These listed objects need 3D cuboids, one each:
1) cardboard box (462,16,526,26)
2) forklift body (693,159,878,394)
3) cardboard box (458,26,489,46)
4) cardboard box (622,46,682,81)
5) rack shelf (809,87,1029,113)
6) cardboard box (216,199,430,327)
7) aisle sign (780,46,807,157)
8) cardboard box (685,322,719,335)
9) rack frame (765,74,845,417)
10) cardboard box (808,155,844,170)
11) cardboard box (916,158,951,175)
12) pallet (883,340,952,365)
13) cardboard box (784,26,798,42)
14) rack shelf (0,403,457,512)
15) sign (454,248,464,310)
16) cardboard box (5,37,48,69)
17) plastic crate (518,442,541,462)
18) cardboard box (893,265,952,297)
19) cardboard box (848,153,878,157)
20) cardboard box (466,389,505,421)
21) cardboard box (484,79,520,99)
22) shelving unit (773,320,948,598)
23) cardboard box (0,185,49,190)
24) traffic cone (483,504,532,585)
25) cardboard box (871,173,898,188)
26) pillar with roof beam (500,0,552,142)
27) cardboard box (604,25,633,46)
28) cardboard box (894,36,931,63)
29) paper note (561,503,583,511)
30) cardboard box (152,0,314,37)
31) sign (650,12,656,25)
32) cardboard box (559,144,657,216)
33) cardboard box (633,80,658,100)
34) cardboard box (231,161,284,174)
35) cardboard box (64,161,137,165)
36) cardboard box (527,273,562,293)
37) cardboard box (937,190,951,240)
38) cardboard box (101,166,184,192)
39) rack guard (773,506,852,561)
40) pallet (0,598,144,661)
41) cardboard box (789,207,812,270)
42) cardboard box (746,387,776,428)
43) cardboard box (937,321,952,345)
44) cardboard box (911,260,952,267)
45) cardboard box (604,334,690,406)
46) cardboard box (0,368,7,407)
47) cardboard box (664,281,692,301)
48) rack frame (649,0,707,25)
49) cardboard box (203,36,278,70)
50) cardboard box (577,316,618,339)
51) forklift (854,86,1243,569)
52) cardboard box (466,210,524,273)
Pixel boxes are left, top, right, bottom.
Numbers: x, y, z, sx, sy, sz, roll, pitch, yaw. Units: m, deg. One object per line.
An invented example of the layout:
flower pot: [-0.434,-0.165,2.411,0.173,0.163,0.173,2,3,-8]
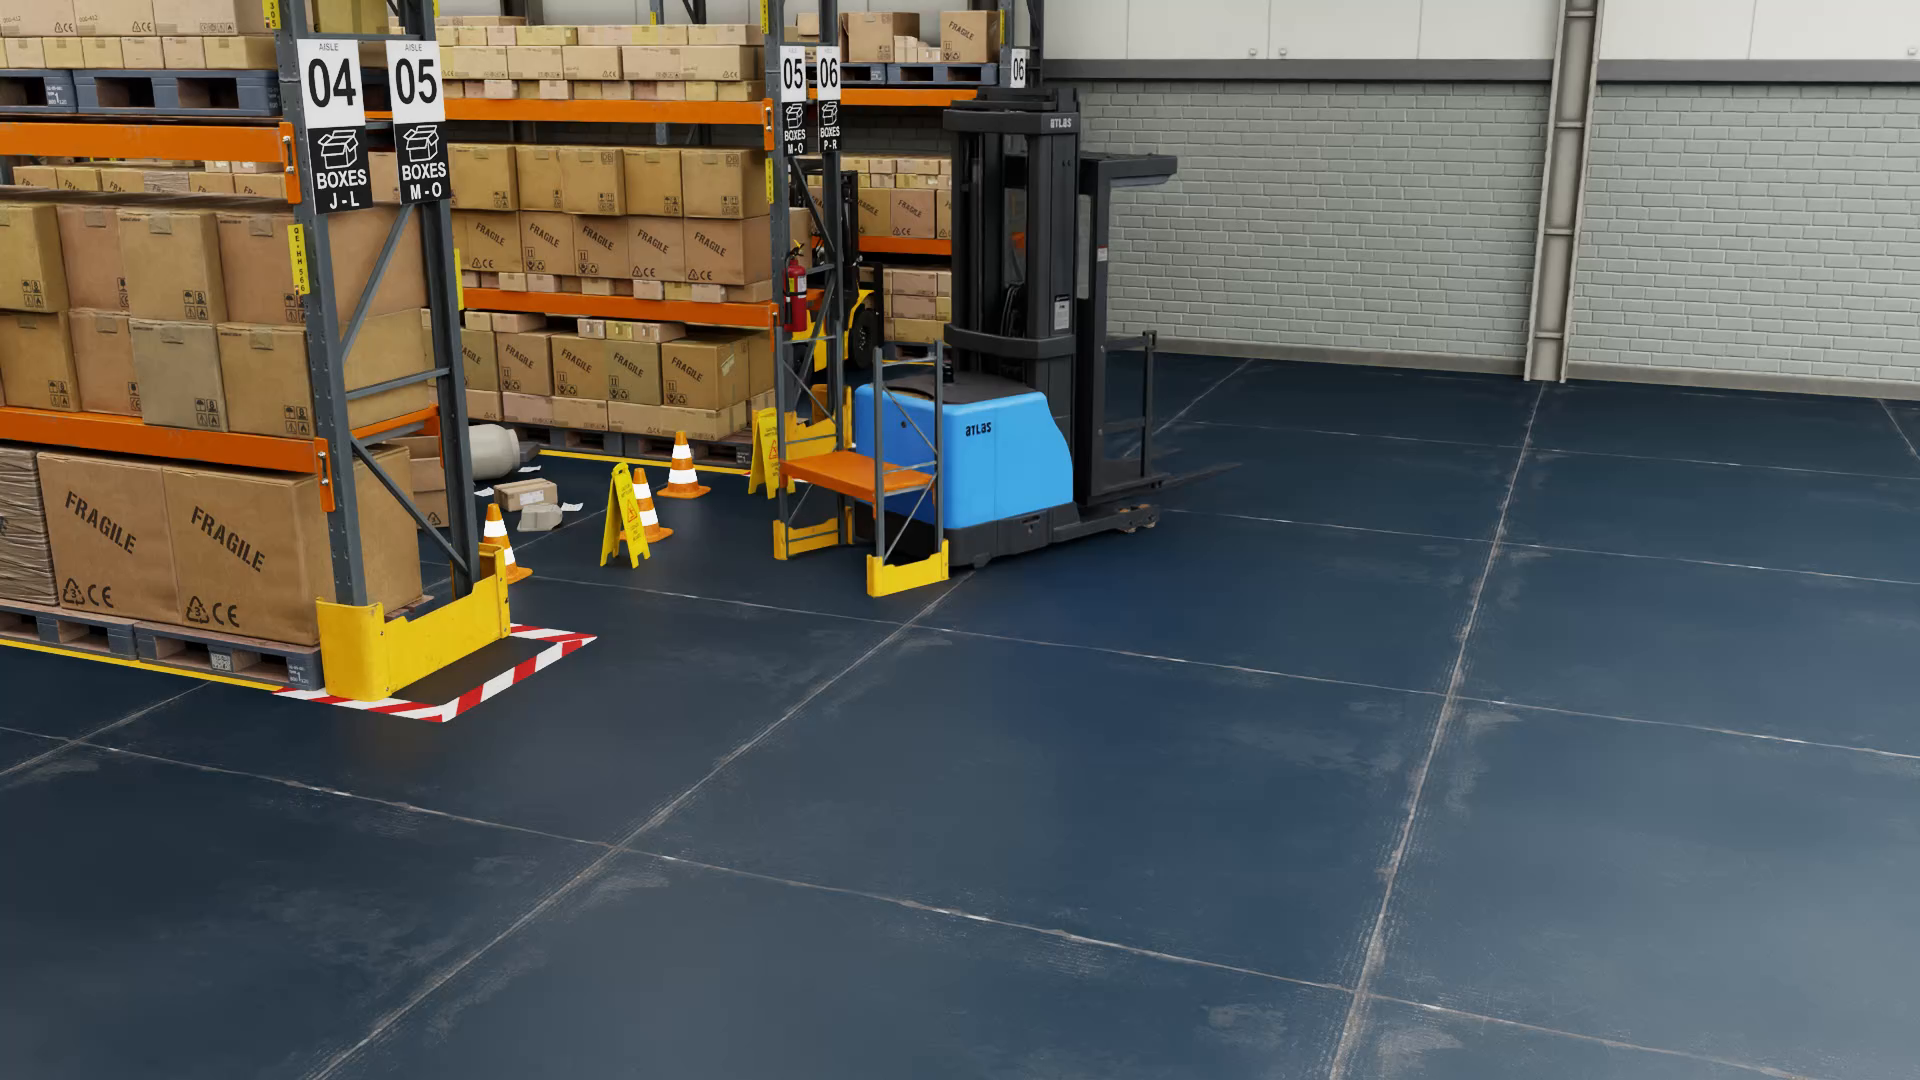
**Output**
cardboard box: [-5.277,-5.689,18.898,0.500,0.500,0.500,7,17,22]
forklift body: [-1.799,-2.687,16.572,1.214,2.155,2.313,6,17,21]
cardboard box: [-3.753,-3.987,13.166,0.250,0.149,0.380,6,17,19]
cardboard box: [-2.221,-3.635,12.671,0.500,0.250,0.500,6,17,20]
rack shelf: [-1.226,-4.674,17.802,4.000,0.370,1.077,6,17,21]
cardboard box: [-3.237,-1.431,8.515,0.550,0.550,0.875,6,17,21]
aisle sign: [-1.232,-3.253,12.336,0.004,0.787,0.394,6,17,21]
cardboard box: [-2.343,-1.536,13.919,0.500,0.500,0.500,6,17,19]
rack frame: [-1.184,-2.086,12.979,0.127,3.000,1.000,6,17,21]
cardboard box: [-1.433,-4.044,17.846,0.250,0.149,0.380,6,17,21]
cardboard box: [-0.271,-3.895,17.334,0.250,0.149,0.380,7,17,22]
pallet: [-0.093,-2.102,18.036,1.213,0.211,1.003,6,17,21]
cardboard box: [-1.439,-3.878,12.792,0.250,0.149,0.380,6,17,20]
rack shelf: [-4.766,-0.651,9.327,4.000,0.370,1.077,6,17,21]
sign: [-2.697,-1.389,8.884,0.005,0.325,0.100,6,17,21]
cardboard box: [-4.521,-2.438,8.328,0.250,0.149,0.380,6,17,21]
plastic crate: [-3.745,-0.720,13.510,0.583,0.080,0.402,0,16,1]
cardboard box: [-0.386,-2.752,17.659,0.500,0.250,0.500,7,17,22]
cardboard box: [-1.028,-4.132,18.149,0.250,0.149,0.380,6,17,21]
cardboard box: [-3.954,-1.194,14.086,0.500,0.250,0.500,7,18,24]
cardboard box: [-3.538,-3.565,13.144,0.250,0.149,0.380,6,17,20]
shelving unit: [-0.638,-0.540,10.343,0.587,1.500,1.083,-13,21,-38]
cardboard box: [-5.742,-1.719,9.509,0.550,0.550,0.875,6,17,21]
traffic cone: [-2.879,0.004,10.331,0.334,0.463,0.336,6,17,21]
cardboard box: [-0.751,-3.800,17.542,0.250,0.149,0.380,6,17,19]
pillar with roof beam: [-6.844,-6.057,15.897,0.400,9.000,9.100,6,17,21]
cardboard box: [-2.519,-3.871,12.767,0.250,0.149,0.380,6,17,21]
cardboard box: [-0.484,-5.031,17.053,0.258,0.266,0.396,6,17,21]
paper note: [-2.793,-0.241,11.948,0.142,0.019,0.148,0,16,1]
cardboard box: [-3.464,-2.531,7.933,0.500,0.250,0.500,7,17,21]
sign: [-3.277,-5.481,17.802,0.005,0.325,0.100,6,17,21]
cardboard box: [-2.719,-2.832,13.042,0.500,0.500,0.700,6,17,20]
cardboard box: [-2.308,-3.466,12.803,0.250,0.149,0.380,6,17,21]
cardboard box: [-6.063,-3.255,14.377,0.250,0.149,0.380,6,17,19]
cardboard box: [-8.101,-3.323,15.773,0.500,0.500,0.500,6,17,19]
cardboard box: [-3.298,-2.107,13.503,0.250,0.149,0.380,6,17,20]
cardboard box: [0.080,-3.404,17.340,0.500,0.500,0.500,6,17,19]
cardboard box: [-7.308,-3.087,14.961,0.500,0.500,0.500,7,17,22]
rack guard: [-0.959,-0.046,10.883,0.587,0.250,0.087,-13,21,-38]
pallet: [-4.809,0.360,9.554,1.213,0.211,1.003,6,17,21]
cardboard box: [-1.523,-2.397,13.339,0.500,0.500,0.500,6,17,20]
cardboard box: [-1.833,-1.122,13.835,0.500,0.250,0.500,6,17,20]
cardboard box: [0.081,-2.221,17.623,0.500,0.250,0.500,6,17,21]
cardboard box: [-0.210,-2.884,18.112,0.500,0.250,0.500,6,17,21]
cardboard box: [-2.511,-1.394,13.430,0.500,0.500,0.500,7,18,23]
cardboard box: [-5.300,-1.102,9.322,0.550,0.550,0.875,6,17,21]
cardboard box: [-2.117,-1.977,13.055,0.250,0.149,0.380,6,17,20]
rack frame: [-3.087,-6.664,17.988,0.127,3.000,1.000,6,17,21]
cardboard box: [-3.340,-2.308,7.880,0.250,0.149,0.380,6,17,21]
cardboard box: [-2.868,-1.727,13.414,0.250,0.149,0.380,7,18,23]
forklift: [0.742,-1.550,11.254,3.031,2.935,1.130,-14,21,-39]
cardboard box: [-3.660,-2.469,13.585,0.500,0.500,0.500,6,17,20]
